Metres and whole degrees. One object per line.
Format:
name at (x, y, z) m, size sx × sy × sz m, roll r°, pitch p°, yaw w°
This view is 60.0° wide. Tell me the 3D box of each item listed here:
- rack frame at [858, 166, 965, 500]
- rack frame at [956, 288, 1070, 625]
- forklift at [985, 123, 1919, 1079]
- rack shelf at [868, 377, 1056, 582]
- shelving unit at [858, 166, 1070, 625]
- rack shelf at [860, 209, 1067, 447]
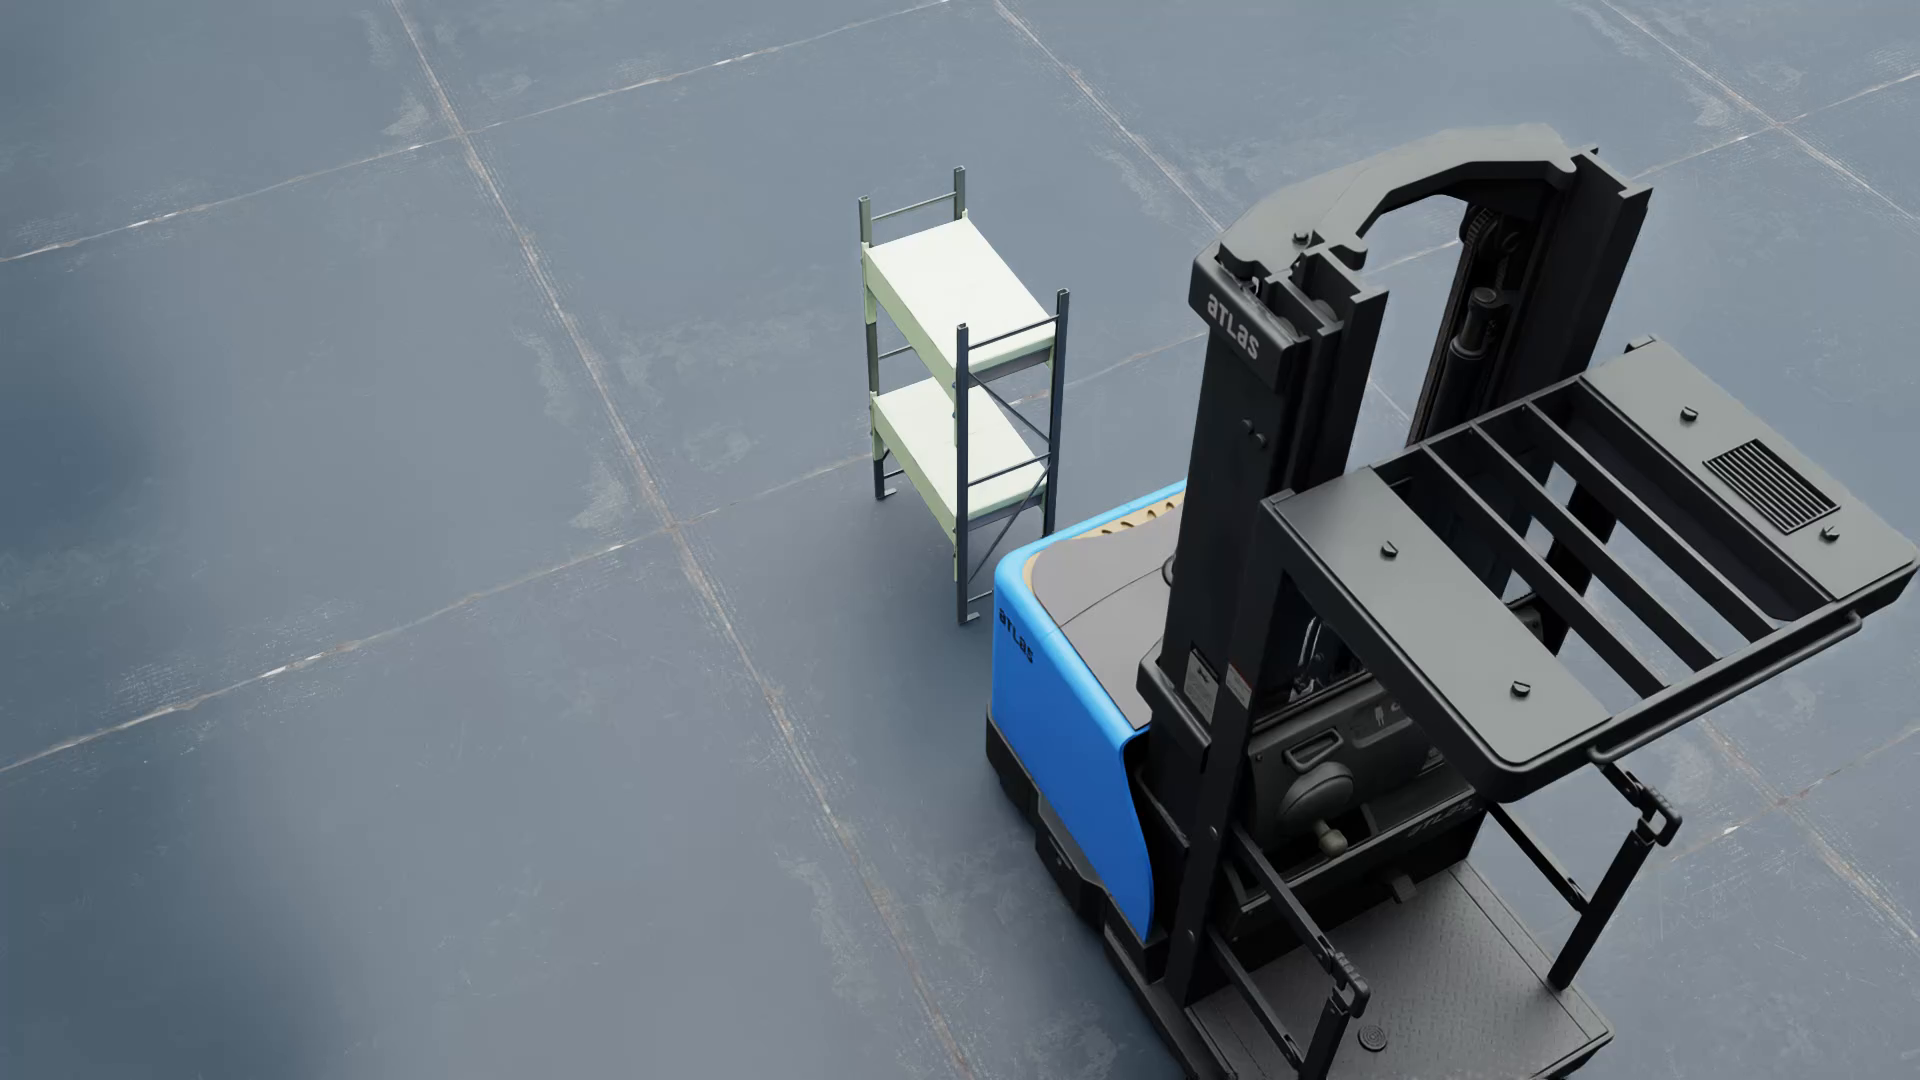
rack frame at (-0.164, -0.734, 6.288) m, size 0.400 × 1.500 × 0.023 m, roll -21°, pitch 52°, yaw -18°
rack frame at (0.171, -0.244, 5.860) m, size 0.400 × 1.500 × 0.023 m, roll -21°, pitch 52°, yaw -18°
forklift at (1.236, 0.603, 4.168) m, size 1.130 × 2.935 × 3.031 m, roll -22°, pitch 52°, yaw -18°
rack shelf at (0.003, -0.275, 6.320) m, size 0.431 × 0.370 × 0.720 m, roll -21°, pitch 52°, yaw -18°
shelving unit at (0.003, -0.489, 6.074) m, size 0.431 × 1.500 × 0.755 m, roll -21°, pitch 52°, yaw -18°
rack shelf at (0.003, -0.746, 5.780) m, size 0.431 × 0.370 × 0.720 m, roll -21°, pitch 52°, yaw -18°
